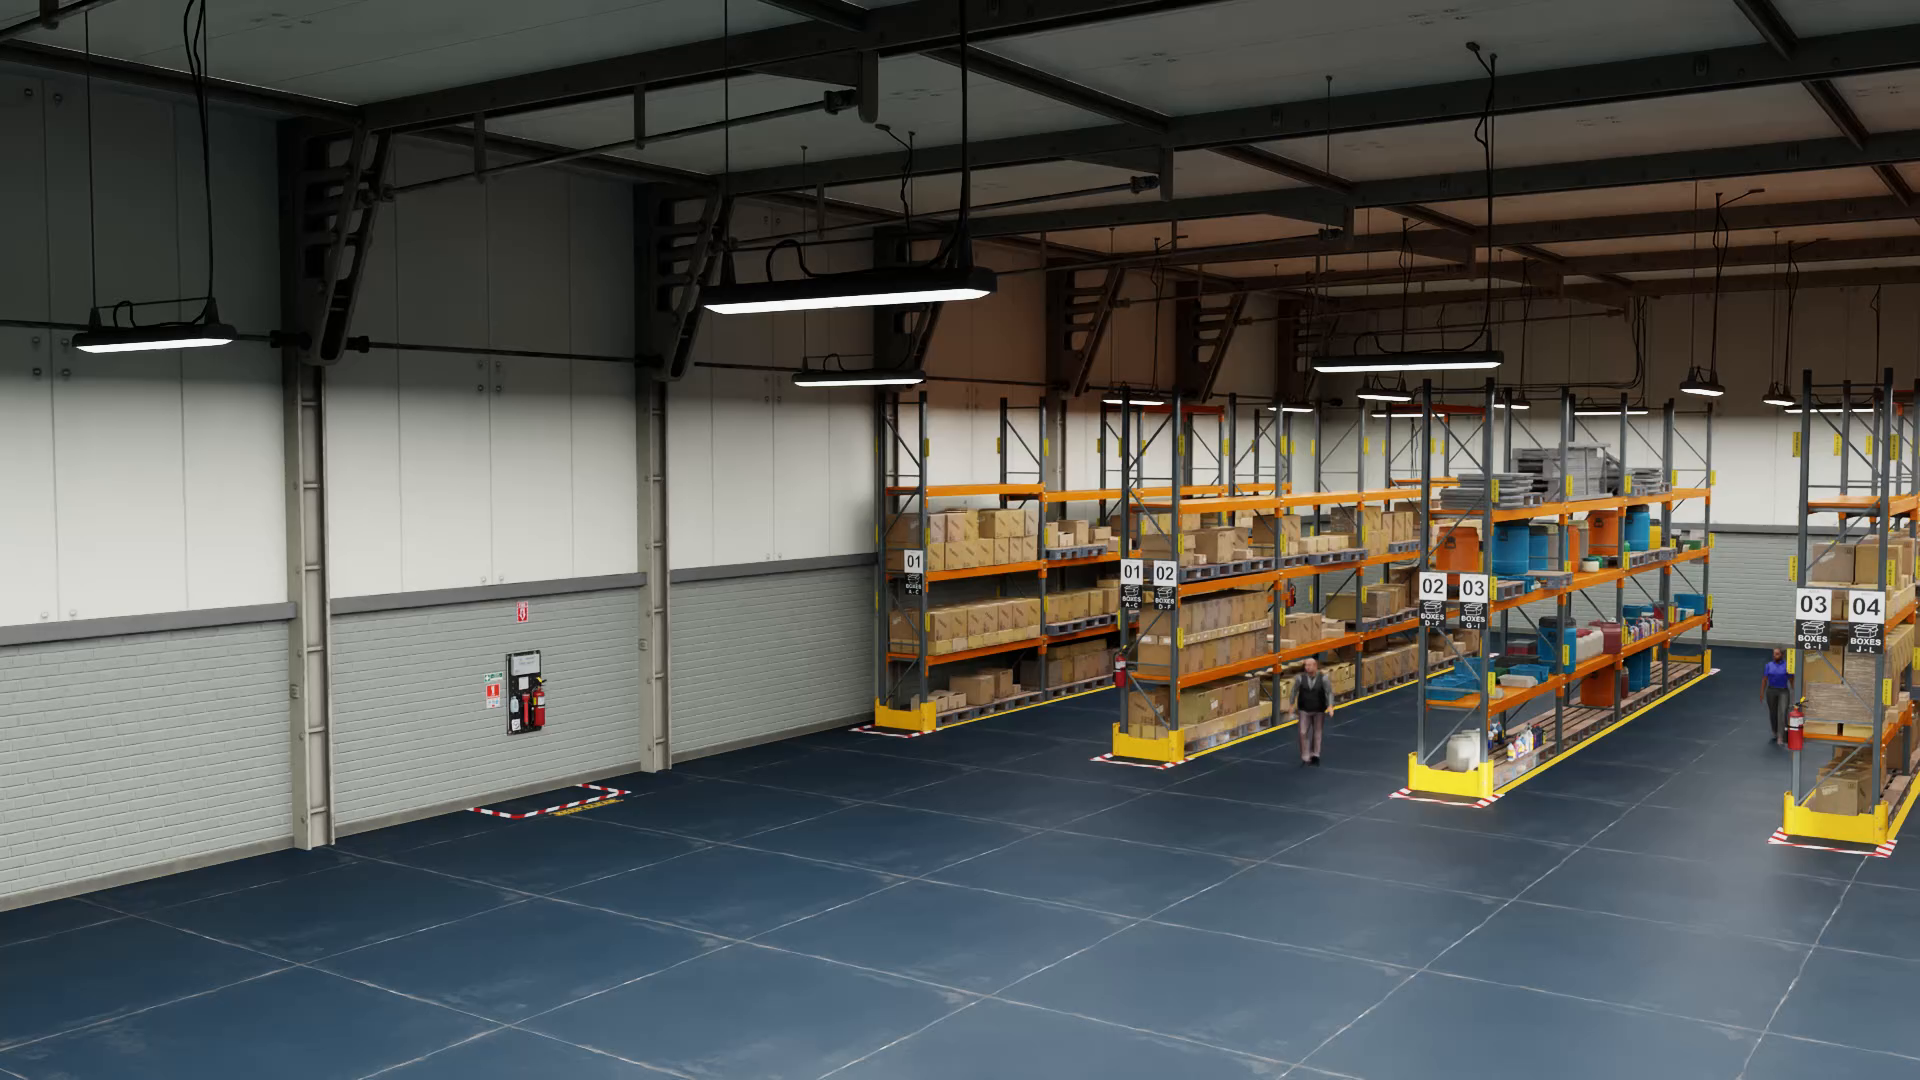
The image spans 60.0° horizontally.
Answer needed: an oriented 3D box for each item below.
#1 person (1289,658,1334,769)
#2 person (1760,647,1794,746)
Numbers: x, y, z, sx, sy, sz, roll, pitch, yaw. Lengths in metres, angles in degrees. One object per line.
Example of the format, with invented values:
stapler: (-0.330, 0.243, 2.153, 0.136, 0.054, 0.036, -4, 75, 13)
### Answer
person: (5.539, 2.727, 26.218, 0.694, 1.732, 0.754, 1, 3, 10)
person: (13.866, 2.614, 28.163, 0.560, 1.601, 0.973, 2, 4, 32)
